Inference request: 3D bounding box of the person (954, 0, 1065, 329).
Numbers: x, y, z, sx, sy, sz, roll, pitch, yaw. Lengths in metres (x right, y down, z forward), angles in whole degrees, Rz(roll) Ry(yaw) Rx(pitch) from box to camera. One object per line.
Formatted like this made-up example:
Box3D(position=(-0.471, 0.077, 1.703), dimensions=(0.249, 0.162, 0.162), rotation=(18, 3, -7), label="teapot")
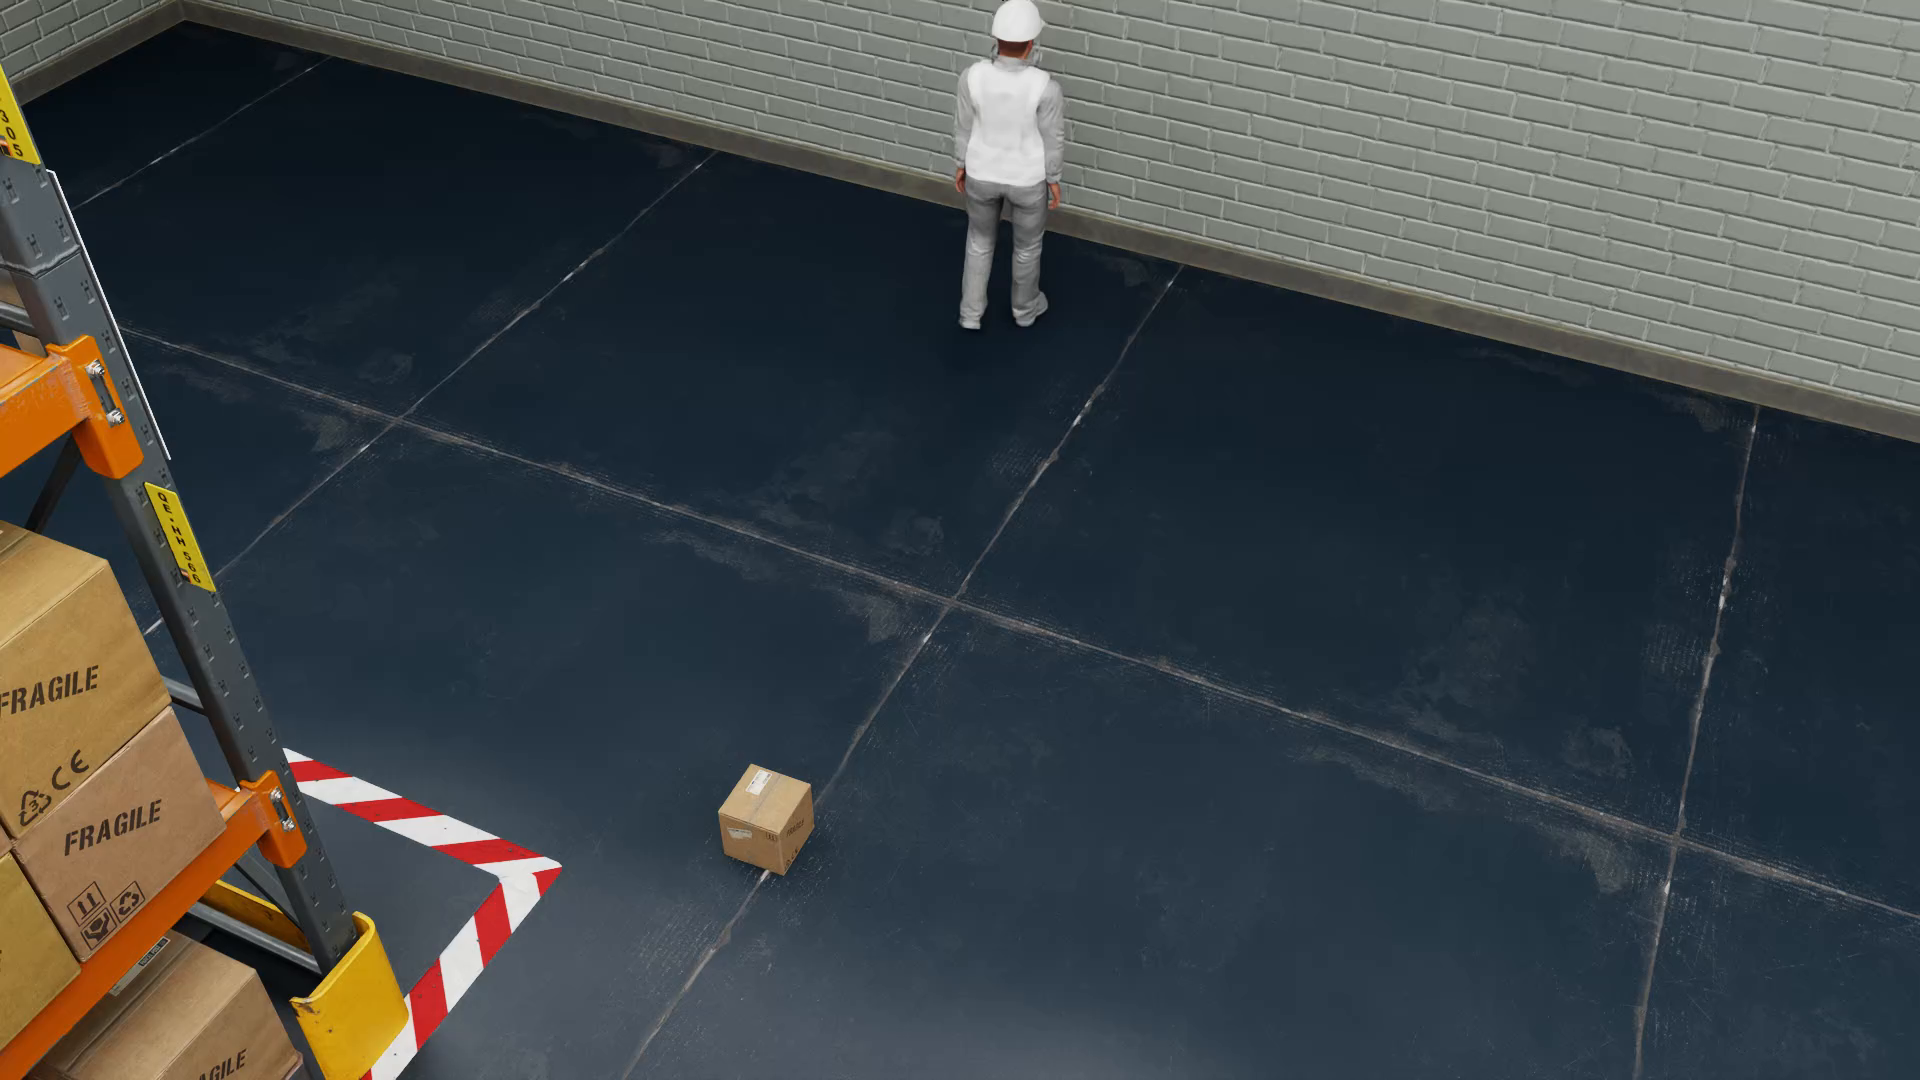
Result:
Box3D(position=(0.259, -1.808, 8.197), dimensions=(0.549, 1.840, 0.460), rotation=(10, 43, 11), label="person")
